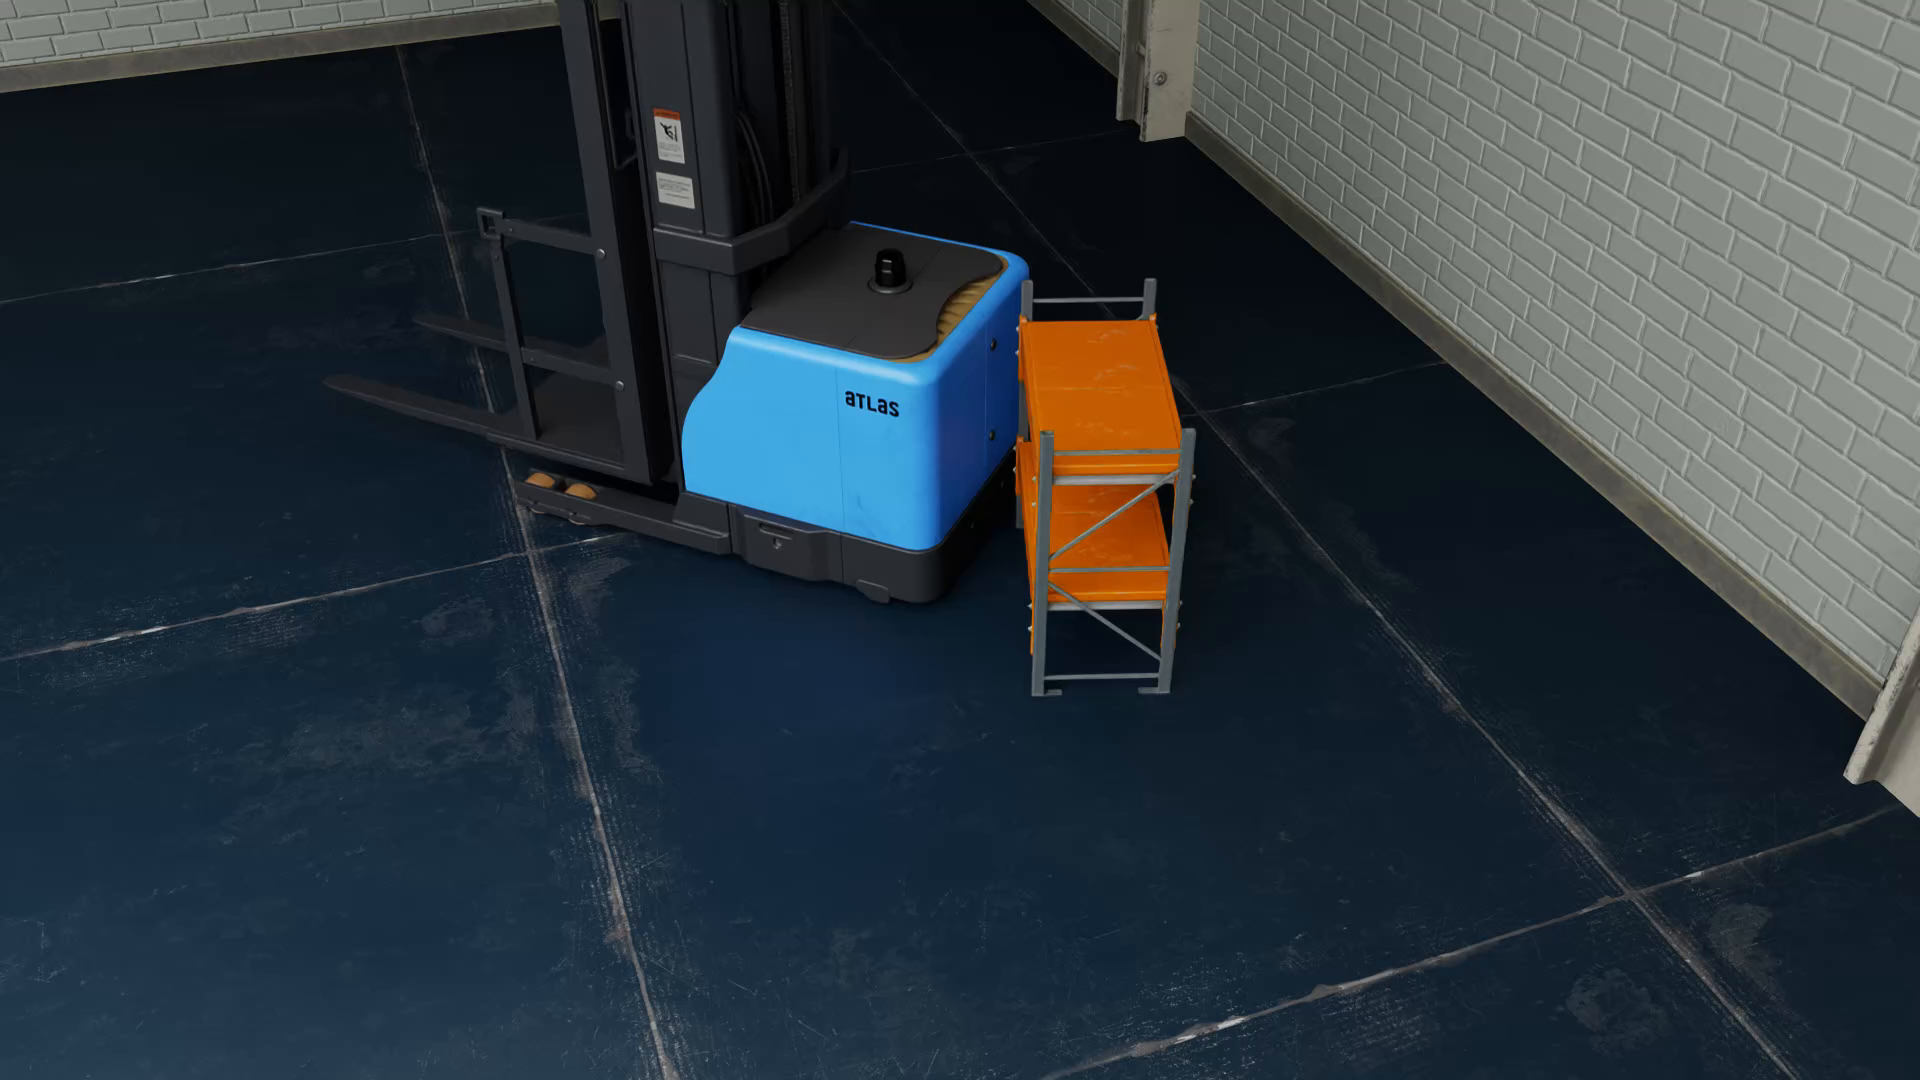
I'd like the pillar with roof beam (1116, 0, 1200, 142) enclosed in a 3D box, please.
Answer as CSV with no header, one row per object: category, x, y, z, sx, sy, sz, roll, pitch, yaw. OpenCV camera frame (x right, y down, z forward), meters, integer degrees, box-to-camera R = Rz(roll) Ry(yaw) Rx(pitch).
pillar with roof beam,-2.877,-5.213,6.191,9.100,9.000,0.400,-12,39,-16

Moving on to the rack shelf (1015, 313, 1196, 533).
rack shelf,0.493,-0.437,5.909,0.538,0.278,1.000,-1,37,-1

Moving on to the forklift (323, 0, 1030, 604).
forklift,-1.280,-1.507,6.315,3.031,2.935,1.130,15,39,19

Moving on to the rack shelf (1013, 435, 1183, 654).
rack shelf,0.493,-0.008,6.232,0.538,0.278,1.000,-1,37,-1

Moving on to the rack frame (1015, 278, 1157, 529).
rack frame,0.478,-0.509,6.491,0.500,1.125,0.032,-1,37,-1

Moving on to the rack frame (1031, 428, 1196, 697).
rack frame,0.508,0.102,5.679,0.500,1.125,0.032,-1,37,-1

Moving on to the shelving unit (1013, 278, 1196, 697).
shelving unit,0.493,-0.203,6.085,0.538,1.125,1.048,-1,37,-1
